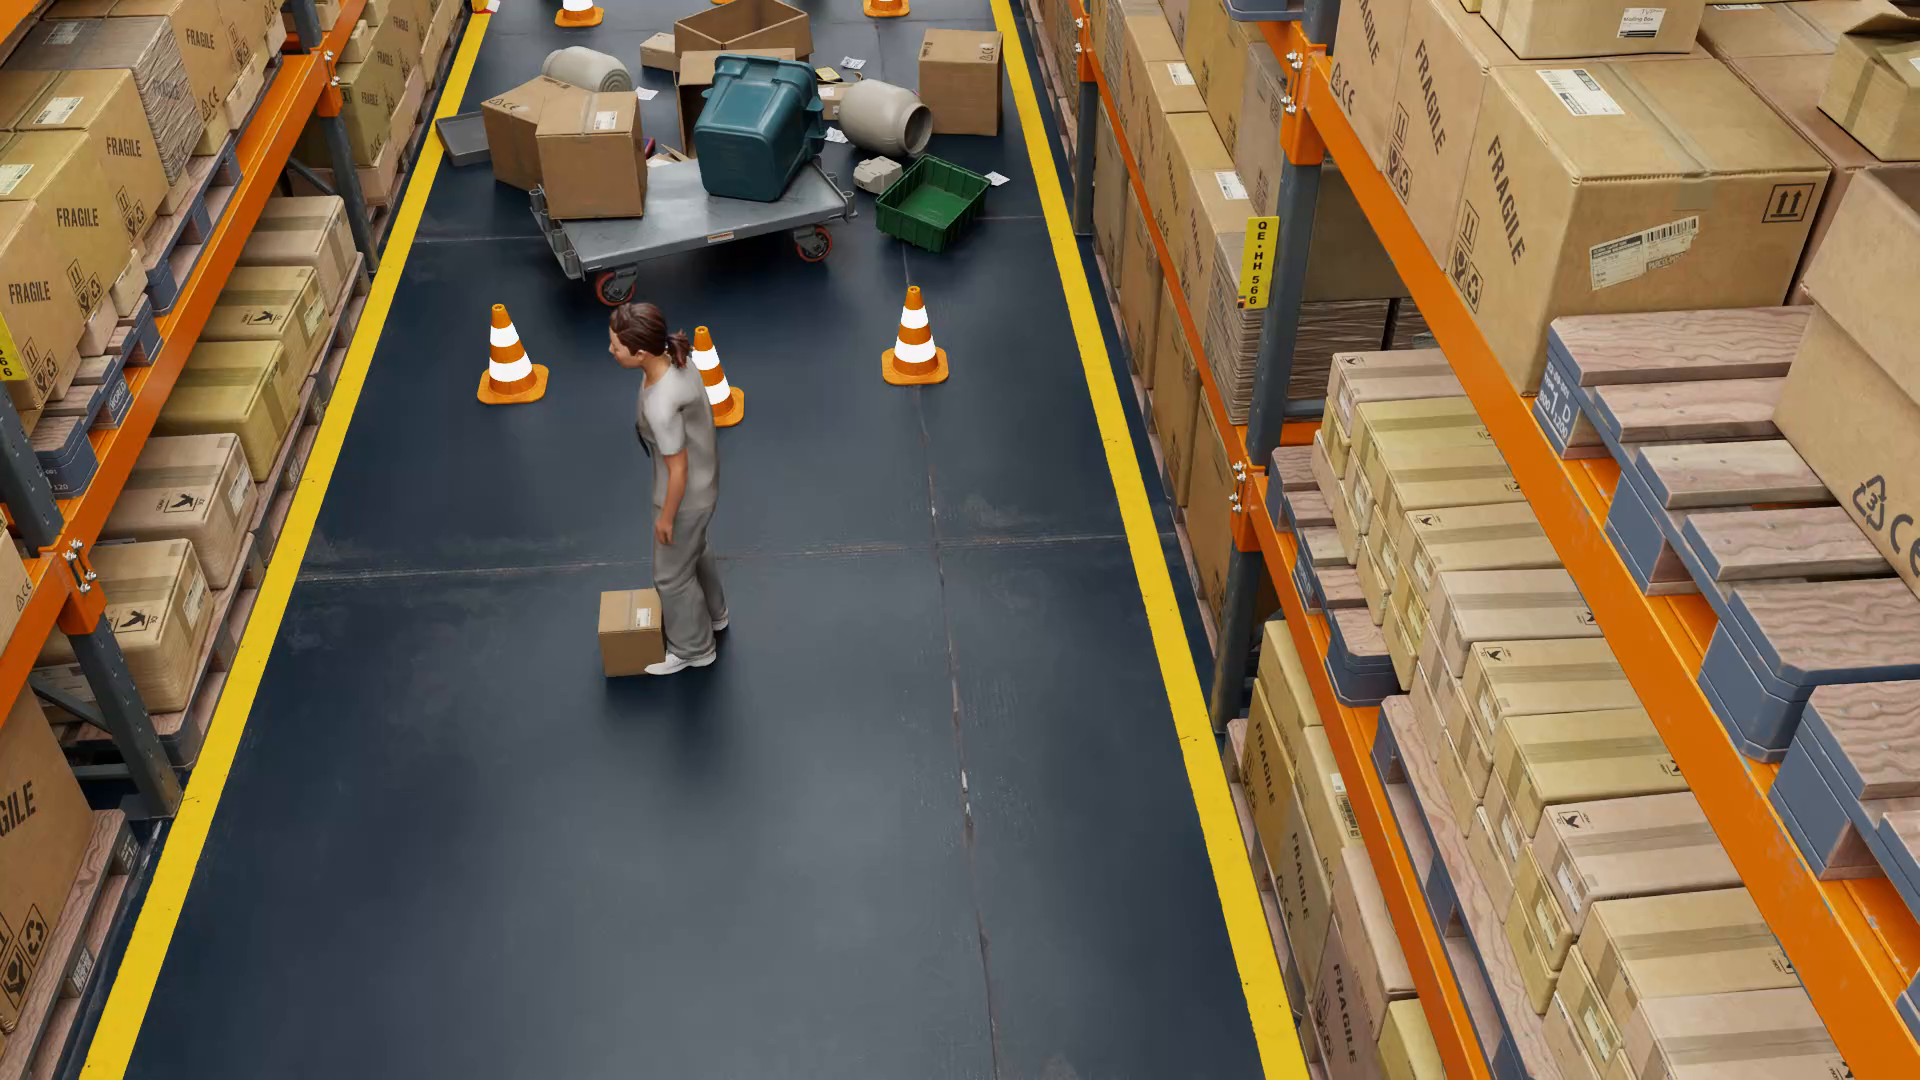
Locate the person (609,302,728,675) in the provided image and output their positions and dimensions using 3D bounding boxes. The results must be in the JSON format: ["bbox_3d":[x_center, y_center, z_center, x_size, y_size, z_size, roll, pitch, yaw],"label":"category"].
[{"bbox_3d":[-1.115,-0.192,6.390,0.404,1.673,0.489,-3,39,-4],"label":"person"}]
